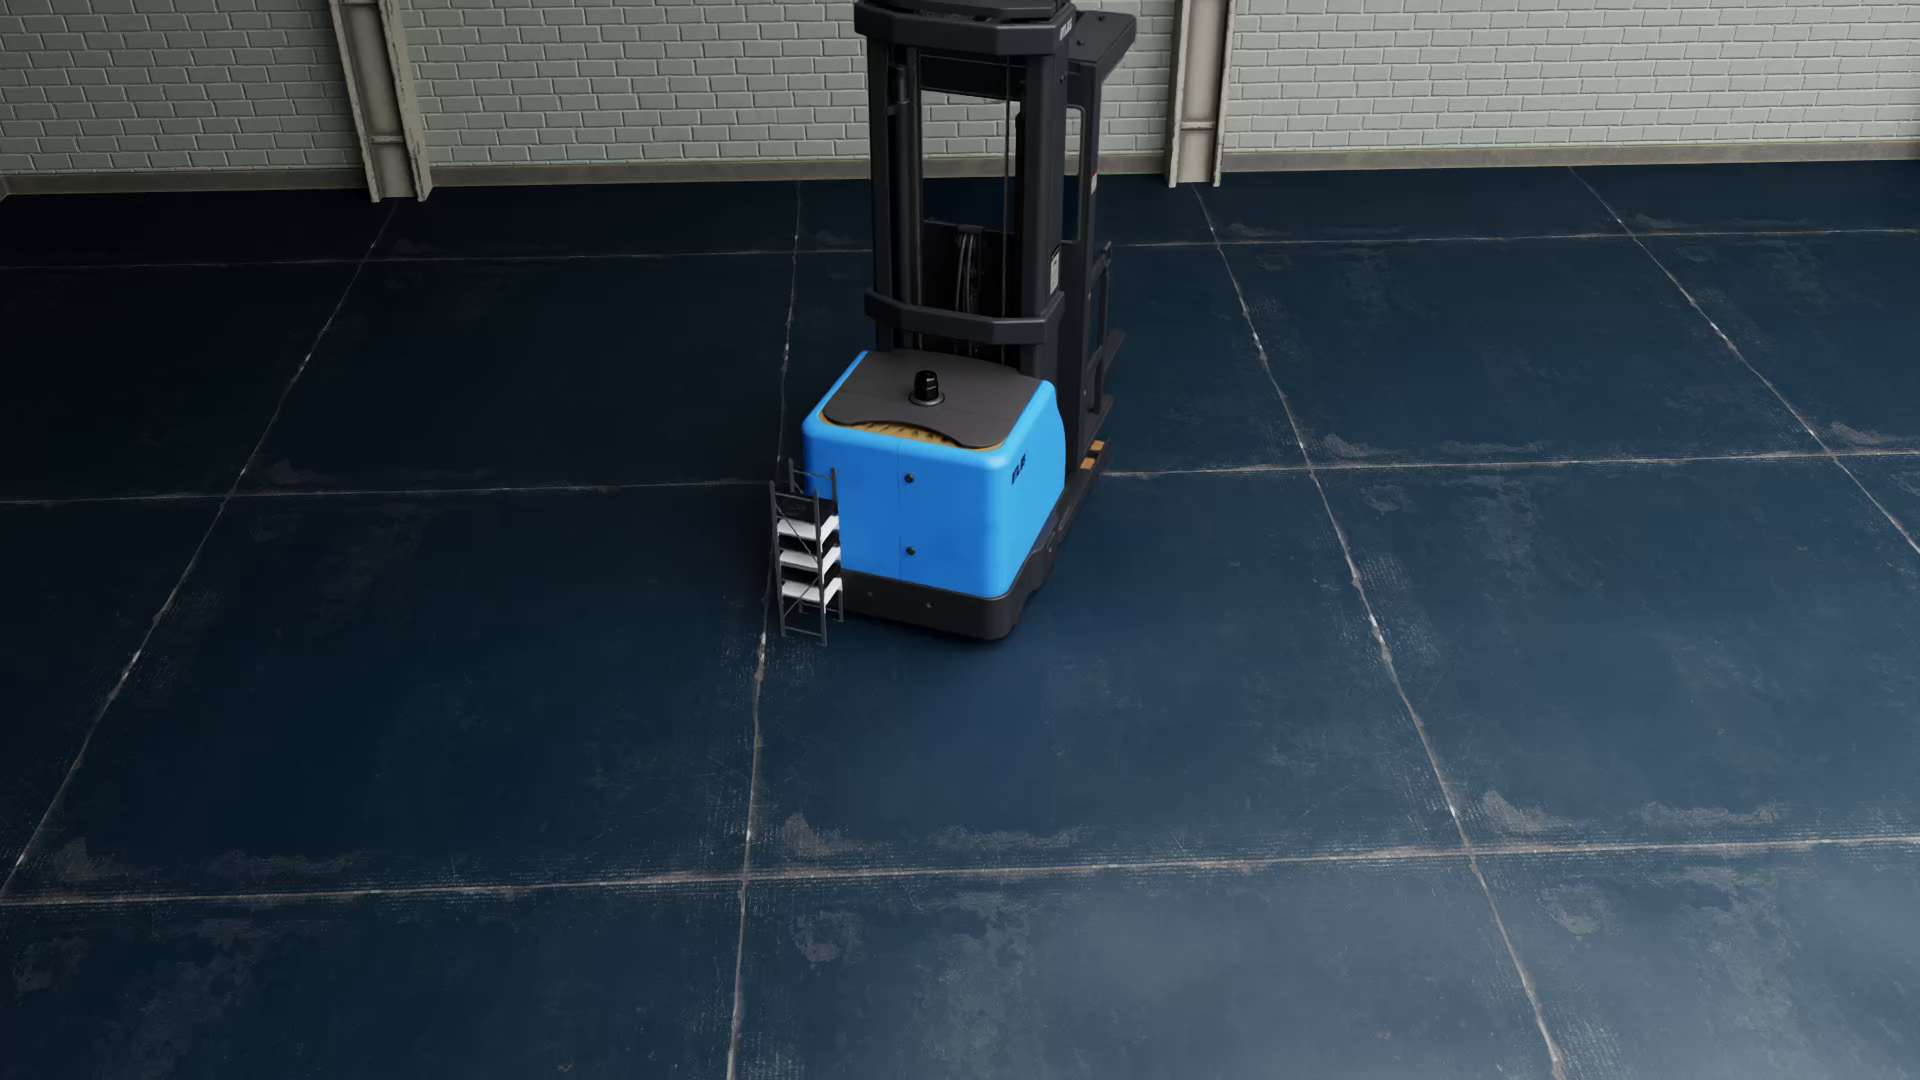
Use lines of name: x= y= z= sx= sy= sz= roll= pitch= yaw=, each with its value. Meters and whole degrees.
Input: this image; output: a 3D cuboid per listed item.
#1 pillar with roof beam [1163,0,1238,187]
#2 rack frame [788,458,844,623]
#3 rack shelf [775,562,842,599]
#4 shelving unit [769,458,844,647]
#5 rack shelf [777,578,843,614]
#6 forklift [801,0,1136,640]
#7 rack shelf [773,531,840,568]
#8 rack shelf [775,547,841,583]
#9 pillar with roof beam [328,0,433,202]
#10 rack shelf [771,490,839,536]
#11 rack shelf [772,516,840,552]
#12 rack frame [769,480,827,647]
pillar with roof beam: x=1.983 y=-4.035 z=6.709 sx=0.400 sy=9.000 sz=9.100 roll=-2 pitch=35 yaw=-2
rack frame: x=-0.688 y=0.014 z=7.976 sx=0.240 sy=0.900 sz=0.006 roll=12 pitch=36 yaw=16
rack shelf: x=-0.723 y=0.169 z=7.967 sx=0.258 sy=0.077 sz=0.200 roll=12 pitch=36 yaw=16
shelving unit: x=-0.723 y=0.068 z=7.897 sx=0.258 sy=0.900 sz=0.210 roll=12 pitch=36 yaw=16
rack shelf: x=-0.723 y=0.243 z=8.019 sx=0.258 sy=0.077 sz=0.200 roll=12 pitch=36 yaw=16
forklift: x=0.206 y=-1.563 z=8.470 sx=1.130 sy=2.935 sz=3.031 roll=11 pitch=36 yaw=16
rack shelf: x=-0.723 y=0.021 z=7.865 sx=0.258 sy=0.077 sz=0.200 roll=12 pitch=36 yaw=16
rack shelf: x=-0.723 y=0.095 z=7.916 sx=0.258 sy=0.077 sz=0.200 roll=12 pitch=36 yaw=16
pillar with roof beam: x=-4.010 y=-3.873 z=6.475 sx=0.400 sy=9.000 sz=9.100 roll=-2 pitch=35 yaw=-2
rack shelf: x=-0.723 y=-0.127 z=7.763 sx=0.258 sy=0.077 sz=0.200 roll=12 pitch=36 yaw=16
rack shelf: x=-0.723 y=-0.053 z=7.814 sx=0.258 sy=0.077 sz=0.200 roll=12 pitch=36 yaw=16
rack frame: x=-0.758 y=0.122 z=7.819 sx=0.240 sy=0.900 sz=0.006 roll=12 pitch=36 yaw=16
